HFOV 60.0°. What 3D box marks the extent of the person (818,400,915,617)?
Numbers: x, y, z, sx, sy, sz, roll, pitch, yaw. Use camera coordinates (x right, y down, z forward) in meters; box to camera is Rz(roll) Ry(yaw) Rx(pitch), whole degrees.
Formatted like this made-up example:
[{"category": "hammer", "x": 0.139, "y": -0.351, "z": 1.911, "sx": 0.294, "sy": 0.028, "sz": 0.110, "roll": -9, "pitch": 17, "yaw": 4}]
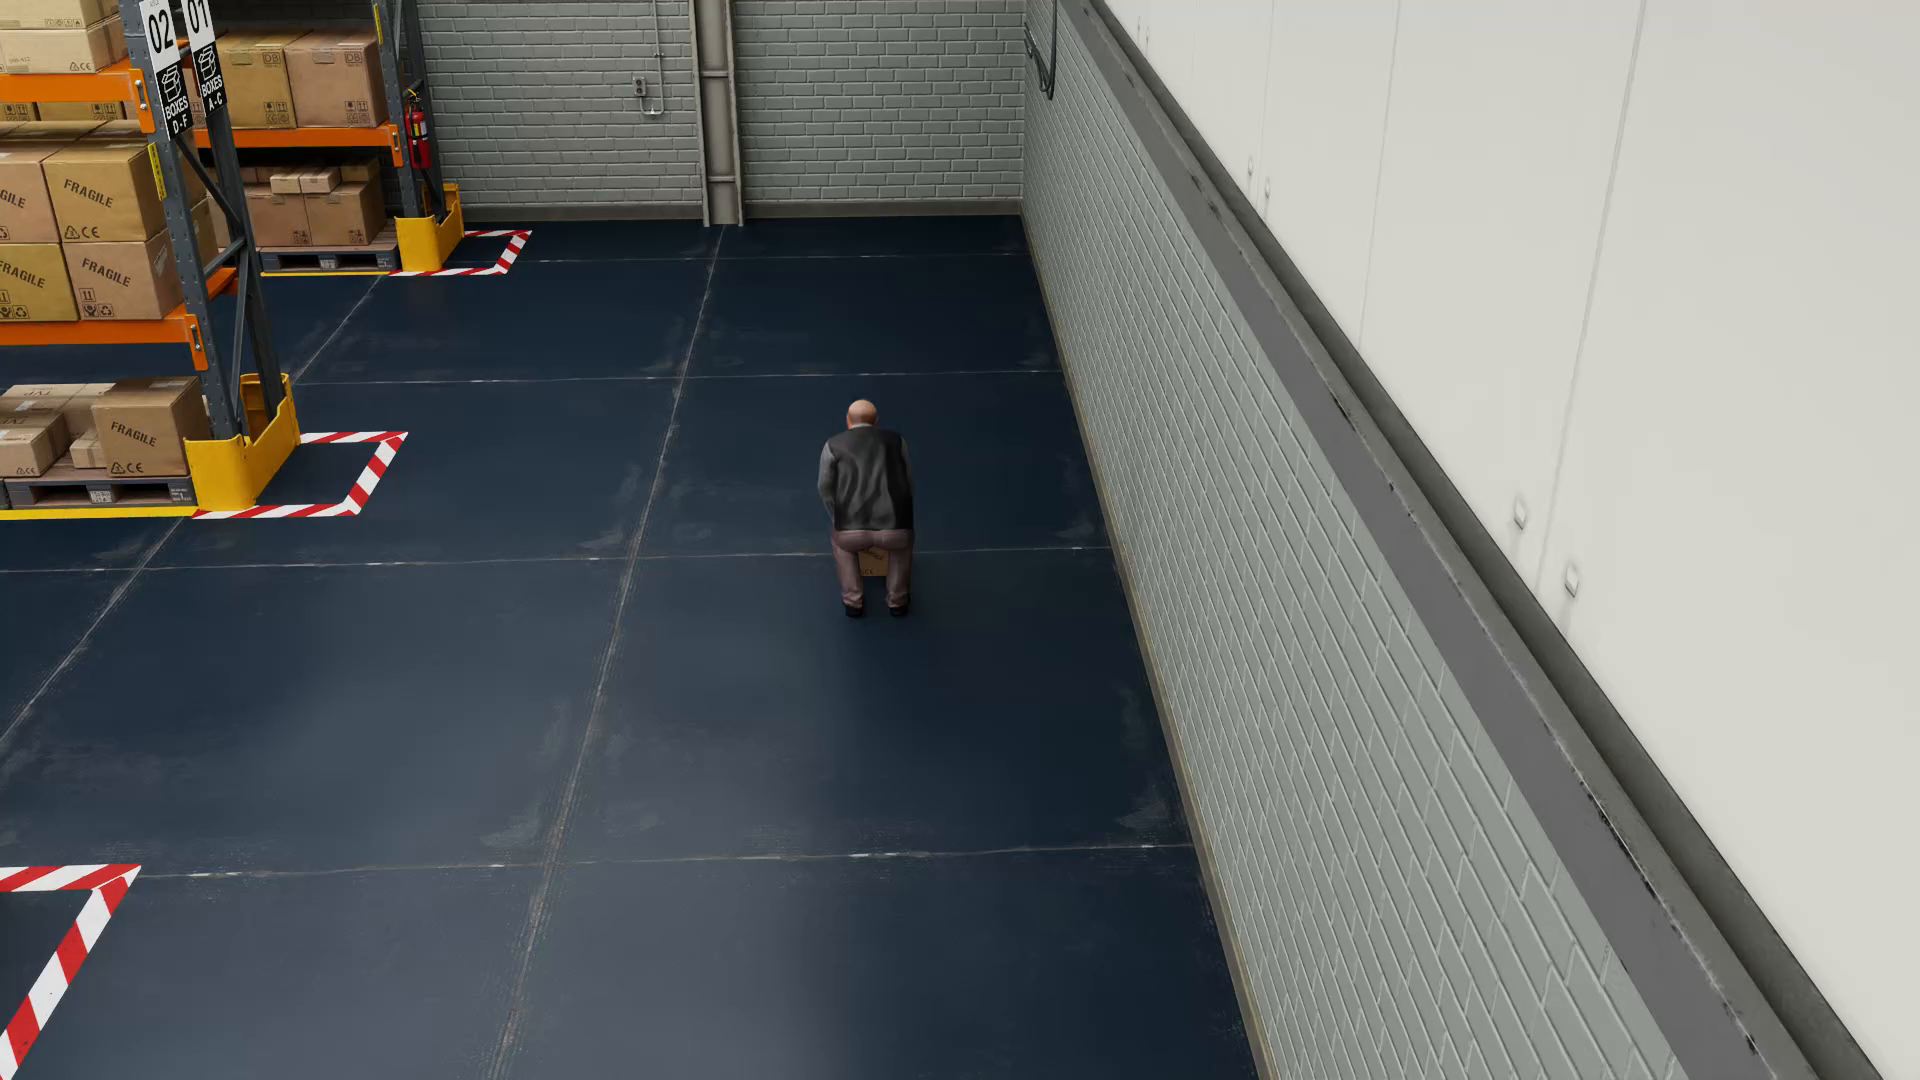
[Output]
[{"category": "person", "x": -0.538, "y": -0.156, "z": 9.584, "sx": 0.568, "sy": 1.139, "sz": 0.823, "roll": -1, "pitch": 27, "yaw": -2}]
